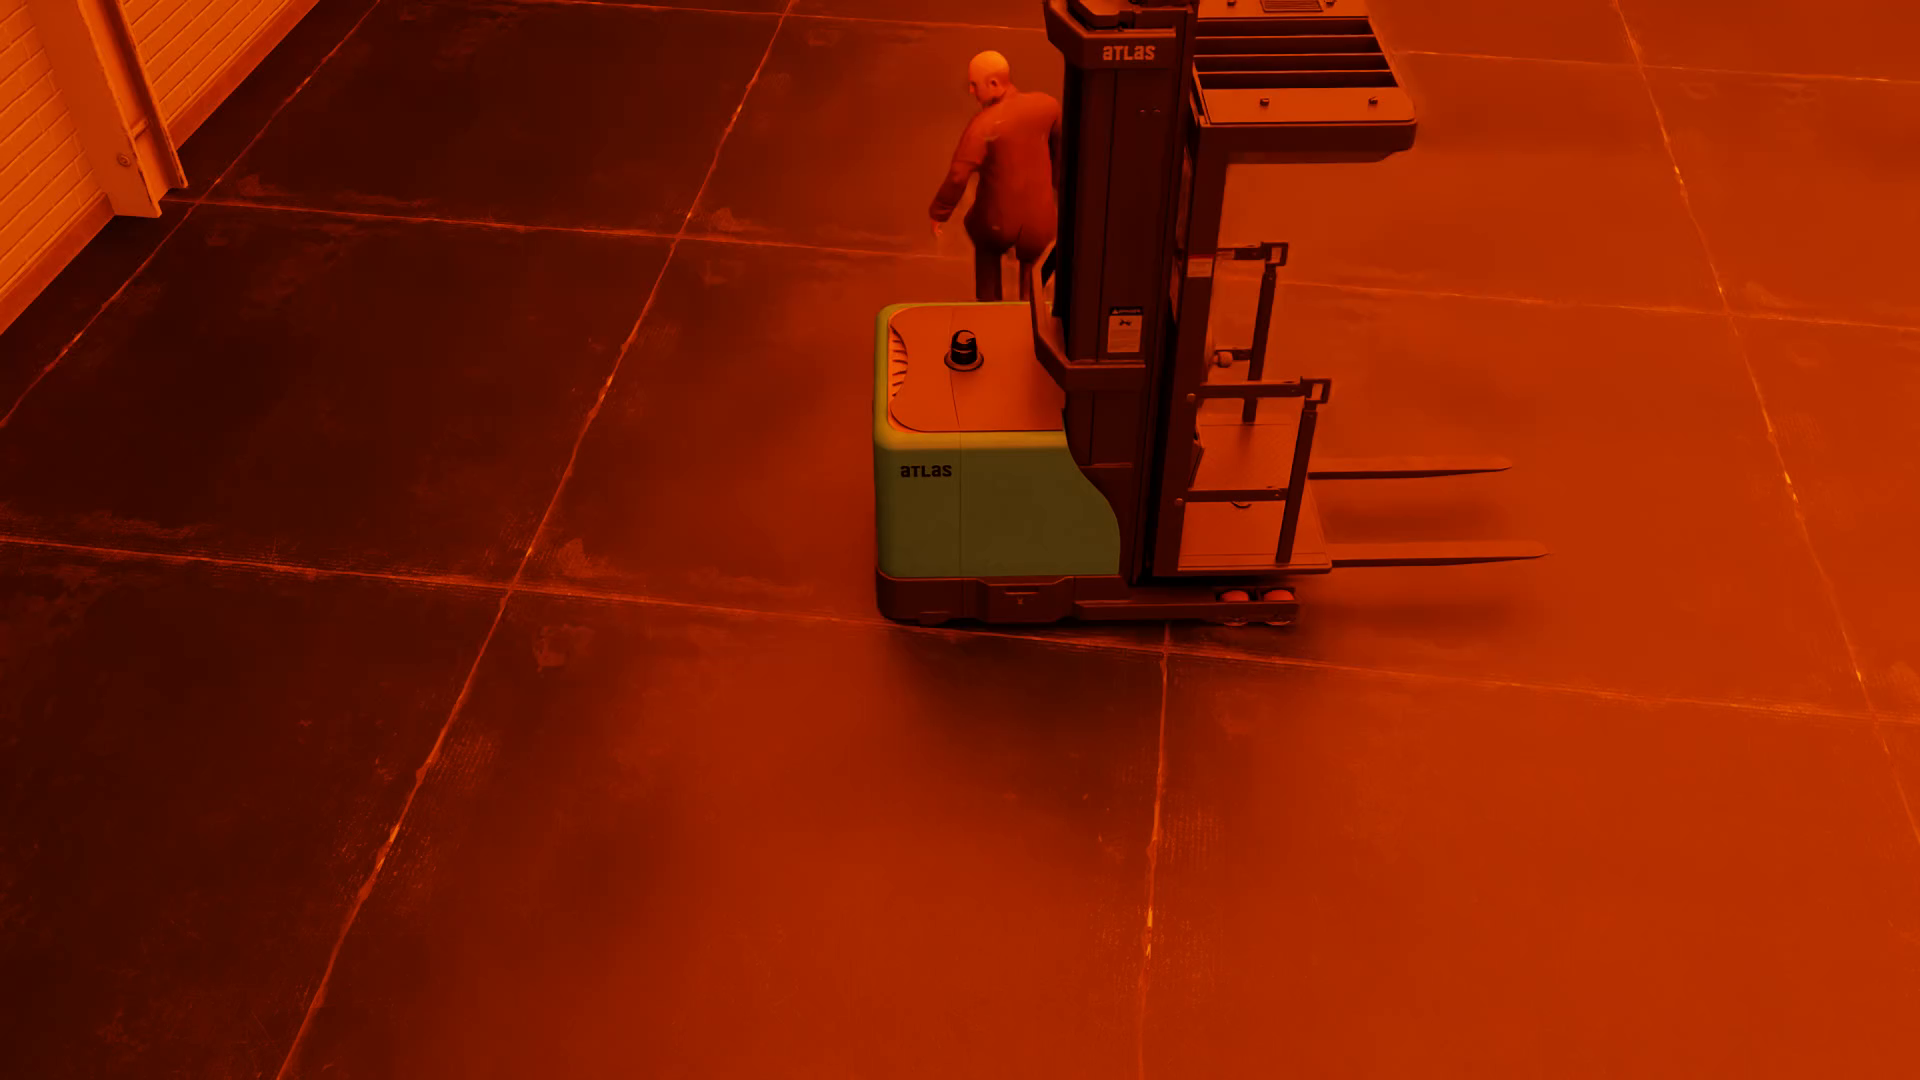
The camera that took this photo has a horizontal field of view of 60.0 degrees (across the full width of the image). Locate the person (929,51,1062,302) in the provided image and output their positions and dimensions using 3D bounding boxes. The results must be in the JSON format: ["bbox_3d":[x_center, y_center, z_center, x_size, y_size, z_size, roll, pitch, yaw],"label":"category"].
[{"bbox_3d":[0.266,-1.730,8.645,0.877,1.573,0.676,-11,44,-11],"label":"person"}]

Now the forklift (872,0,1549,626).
[{"bbox_3d":[1.132,-1.053,6.871,3.031,2.935,1.130,-1,43,-1],"label":"forklift"}]
